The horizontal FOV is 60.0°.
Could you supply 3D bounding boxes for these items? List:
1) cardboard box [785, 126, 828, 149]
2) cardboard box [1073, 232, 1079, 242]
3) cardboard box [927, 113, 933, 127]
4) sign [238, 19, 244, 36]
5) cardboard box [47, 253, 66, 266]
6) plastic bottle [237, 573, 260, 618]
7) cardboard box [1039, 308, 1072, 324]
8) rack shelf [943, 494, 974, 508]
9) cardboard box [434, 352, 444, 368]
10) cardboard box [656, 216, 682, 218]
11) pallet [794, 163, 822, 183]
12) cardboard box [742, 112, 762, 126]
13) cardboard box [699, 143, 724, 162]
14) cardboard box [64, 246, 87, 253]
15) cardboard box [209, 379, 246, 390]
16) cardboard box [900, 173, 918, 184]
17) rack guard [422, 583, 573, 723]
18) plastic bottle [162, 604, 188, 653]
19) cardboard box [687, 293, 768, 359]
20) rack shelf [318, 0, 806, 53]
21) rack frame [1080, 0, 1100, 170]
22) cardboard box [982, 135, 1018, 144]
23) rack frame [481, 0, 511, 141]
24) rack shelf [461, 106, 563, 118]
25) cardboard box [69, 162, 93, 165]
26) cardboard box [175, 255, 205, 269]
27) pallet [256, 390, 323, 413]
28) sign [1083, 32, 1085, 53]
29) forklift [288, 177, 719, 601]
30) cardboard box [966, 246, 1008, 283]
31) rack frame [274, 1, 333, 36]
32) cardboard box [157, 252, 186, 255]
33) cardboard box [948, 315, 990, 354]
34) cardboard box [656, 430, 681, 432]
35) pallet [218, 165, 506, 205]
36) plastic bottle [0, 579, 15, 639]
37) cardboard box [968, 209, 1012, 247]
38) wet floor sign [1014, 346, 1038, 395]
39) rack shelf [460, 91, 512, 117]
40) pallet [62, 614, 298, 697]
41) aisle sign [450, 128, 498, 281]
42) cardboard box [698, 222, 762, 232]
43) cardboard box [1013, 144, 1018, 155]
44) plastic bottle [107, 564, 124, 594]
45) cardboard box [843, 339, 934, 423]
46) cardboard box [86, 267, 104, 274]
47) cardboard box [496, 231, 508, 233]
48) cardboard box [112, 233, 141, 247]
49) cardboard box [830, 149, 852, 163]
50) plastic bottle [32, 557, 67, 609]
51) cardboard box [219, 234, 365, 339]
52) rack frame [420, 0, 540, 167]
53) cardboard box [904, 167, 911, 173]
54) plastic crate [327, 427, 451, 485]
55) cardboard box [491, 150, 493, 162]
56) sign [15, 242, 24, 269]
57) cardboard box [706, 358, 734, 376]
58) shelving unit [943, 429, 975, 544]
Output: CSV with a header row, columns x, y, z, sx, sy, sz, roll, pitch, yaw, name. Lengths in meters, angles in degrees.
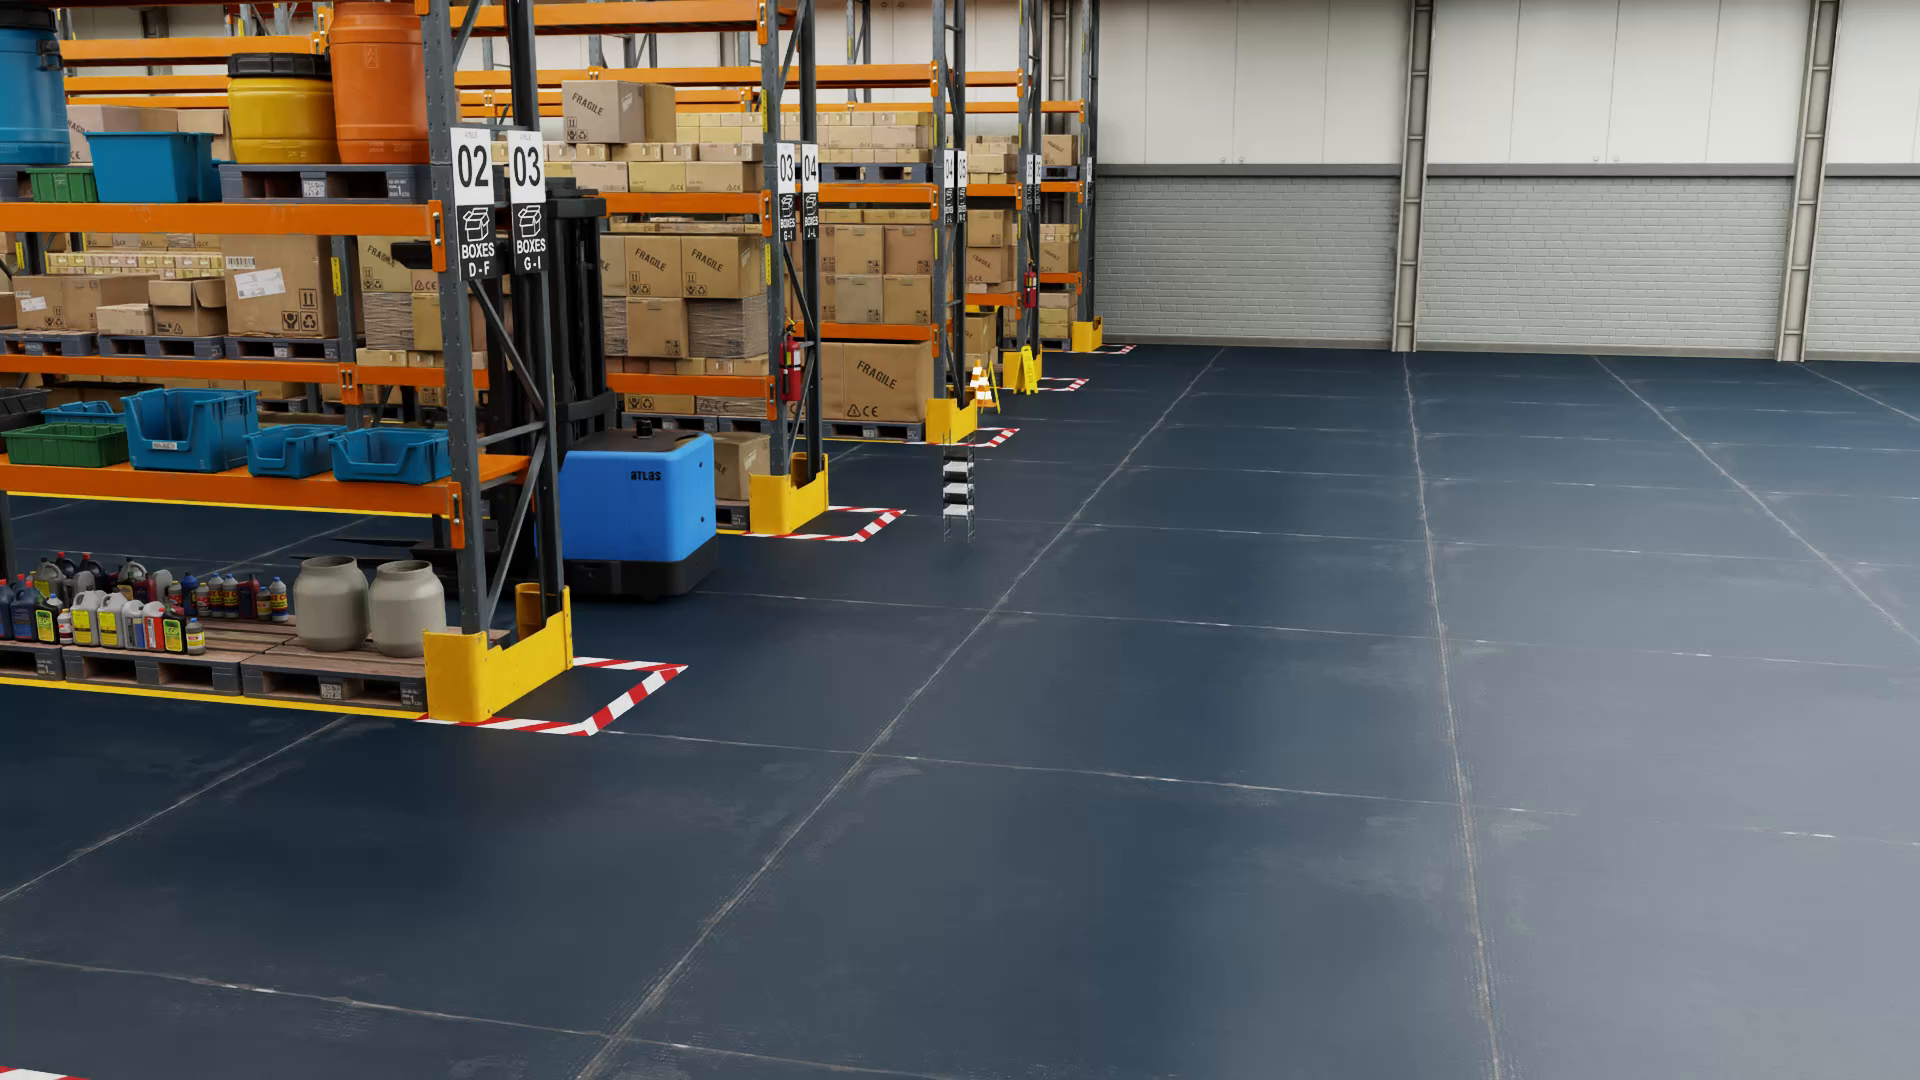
x,y,z,sx,sy,sz,roll,pitch,yaw,name
-1.631,-4.478,18.524,0.500,0.250,0.500,3,13,13,cardboard box
1.891,-5.196,28.501,0.250,0.149,0.380,3,13,12,cardboard box
-0.364,-4.738,18.775,0.250,0.149,0.380,3,13,14,cardboard box
-10.835,-7.684,25.070,0.005,0.325,0.100,3,13,14,sign
-11.494,-3.547,21.032,0.250,0.149,0.380,4,13,16,cardboard box
-4.490,0.347,10.500,0.133,0.283,0.061,3,13,14,plastic bottle
1.610,-3.825,28.273,0.500,0.250,0.500,3,13,13,cardboard box
-0.008,-0.319,13.665,0.200,0.077,0.258,3,13,14,rack shelf
-4.415,-1.607,14.633,0.250,0.149,0.380,3,13,14,cardboard box
-4.363,-4.771,24.930,0.250,0.149,0.380,4,13,17,cardboard box
-2.027,-4.189,18.968,1.213,0.211,1.003,3,13,14,pallet
-2.250,-4.692,18.568,0.250,0.149,0.380,3,13,13,cardboard box
-1.971,-3.203,13.748,0.250,0.149,0.380,3,13,12,cardboard box
-14.165,-4.508,26.899,0.500,0.500,0.500,3,13,13,cardboard box
-9.088,-2.075,20.964,0.500,0.500,0.500,4,13,16,cardboard box
-0.678,-5.088,23.398,0.250,0.149,0.380,3,13,12,cardboard box
-2.674,0.637,9.708,0.348,0.500,1.175,3,13,14,rack guard
-4.595,0.517,9.734,0.133,0.283,0.061,3,13,15,plastic bottle
-1.930,-1.859,14.270,0.500,0.500,0.875,3,13,14,cardboard box
-3.344,-4.310,14.055,4.000,0.370,1.077,3,13,14,rack shelf
2.158,-7.687,27.607,0.127,3.000,1.000,3,13,14,rack frame
0.699,-6.572,28.072,0.500,0.500,0.700,3,13,14,cardboard box
-6.795,-7.059,24.773,0.127,3.000,1.000,3,13,14,rack frame
-7.551,-7.660,30.067,4.000,0.370,1.077,3,13,14,rack shelf
-7.774,-3.308,15.138,0.500,0.250,0.500,3,13,15,cardboard box
-9.459,-3.439,20.548,0.250,0.149,0.380,3,13,14,cardboard box
-8.641,-1.763,21.193,1.213,0.211,1.003,3,13,14,pallet
2.014,-8.069,26.986,0.005,0.325,0.100,3,13,14,sign
-3.377,-1.123,12.029,3.031,2.935,1.130,2,13,7,forklift
0.379,-3.879,23.374,0.500,0.500,0.500,3,13,13,cardboard box
-7.883,-6.012,20.057,0.127,3.000,1.000,3,13,14,rack frame
-10.065,-3.616,21.346,0.250,0.149,0.380,2,13,11,cardboard box
0.132,-2.930,23.663,0.500,0.500,0.500,3,13,14,cardboard box
-2.593,-0.675,14.653,0.500,0.500,0.500,7,14,28,cardboard box
-3.369,-2.025,9.446,1.213,0.211,1.003,3,13,14,pallet
-5.788,0.411,10.057,0.185,0.351,0.144,3,13,15,plastic bottle
0.424,-4.377,23.313,0.500,0.500,0.700,3,13,12,cardboard box
0.900,-2.330,22.748,0.232,0.644,0.267,8,15,33,wet floor sign
-8.737,-6.616,25.362,4.000,0.370,1.077,3,13,14,rack shelf
-4.642,0.671,10.222,1.213,0.211,1.003,3,13,14,pallet
-2.590,-1.792,8.884,0.004,0.787,0.394,3,13,14,aisle sign
-2.596,-3.389,19.244,0.550,0.550,0.875,3,13,14,cardboard box
0.676,-5.507,23.444,0.250,0.149,0.380,3,13,13,cardboard box
-5.424,0.297,10.725,0.133,0.283,0.061,4,13,17,plastic bottle
-0.790,-1.857,19.117,0.875,0.875,0.875,3,13,14,cardboard box
-10.739,-3.362,20.885,0.250,0.149,0.380,2,13,11,cardboard box
-3.812,-2.503,14.865,0.500,0.500,0.500,3,13,14,cardboard box
-13.159,-4.947,26.565,0.500,0.500,0.500,3,13,13,cardboard box
-1.259,-4.250,18.417,0.250,0.149,0.380,3,13,14,cardboard box
-5.813,0.285,10.625,0.185,0.351,0.144,3,13,14,plastic bottle
-6.024,-2.407,15.302,1.000,1.000,1.000,3,13,14,cardboard box
-2.589,-3.518,8.814,0.127,3.000,1.000,3,13,14,rack frame
-0.582,-5.273,23.310,0.500,0.250,0.500,3,13,15,cardboard box
-3.147,-0.480,9.313,0.616,0.251,0.499,3,13,14,plastic crate
-4.025,-3.289,14.131,0.250,0.149,0.380,3,13,12,cardboard box
-11.889,-3.599,21.033,0.005,0.325,0.100,3,13,14,sign
-1.971,-1.493,14.116,0.250,0.149,0.380,3,13,14,cardboard box
-0.008,-0.440,13.638,0.210,0.900,0.258,3,13,14,shelving unit
